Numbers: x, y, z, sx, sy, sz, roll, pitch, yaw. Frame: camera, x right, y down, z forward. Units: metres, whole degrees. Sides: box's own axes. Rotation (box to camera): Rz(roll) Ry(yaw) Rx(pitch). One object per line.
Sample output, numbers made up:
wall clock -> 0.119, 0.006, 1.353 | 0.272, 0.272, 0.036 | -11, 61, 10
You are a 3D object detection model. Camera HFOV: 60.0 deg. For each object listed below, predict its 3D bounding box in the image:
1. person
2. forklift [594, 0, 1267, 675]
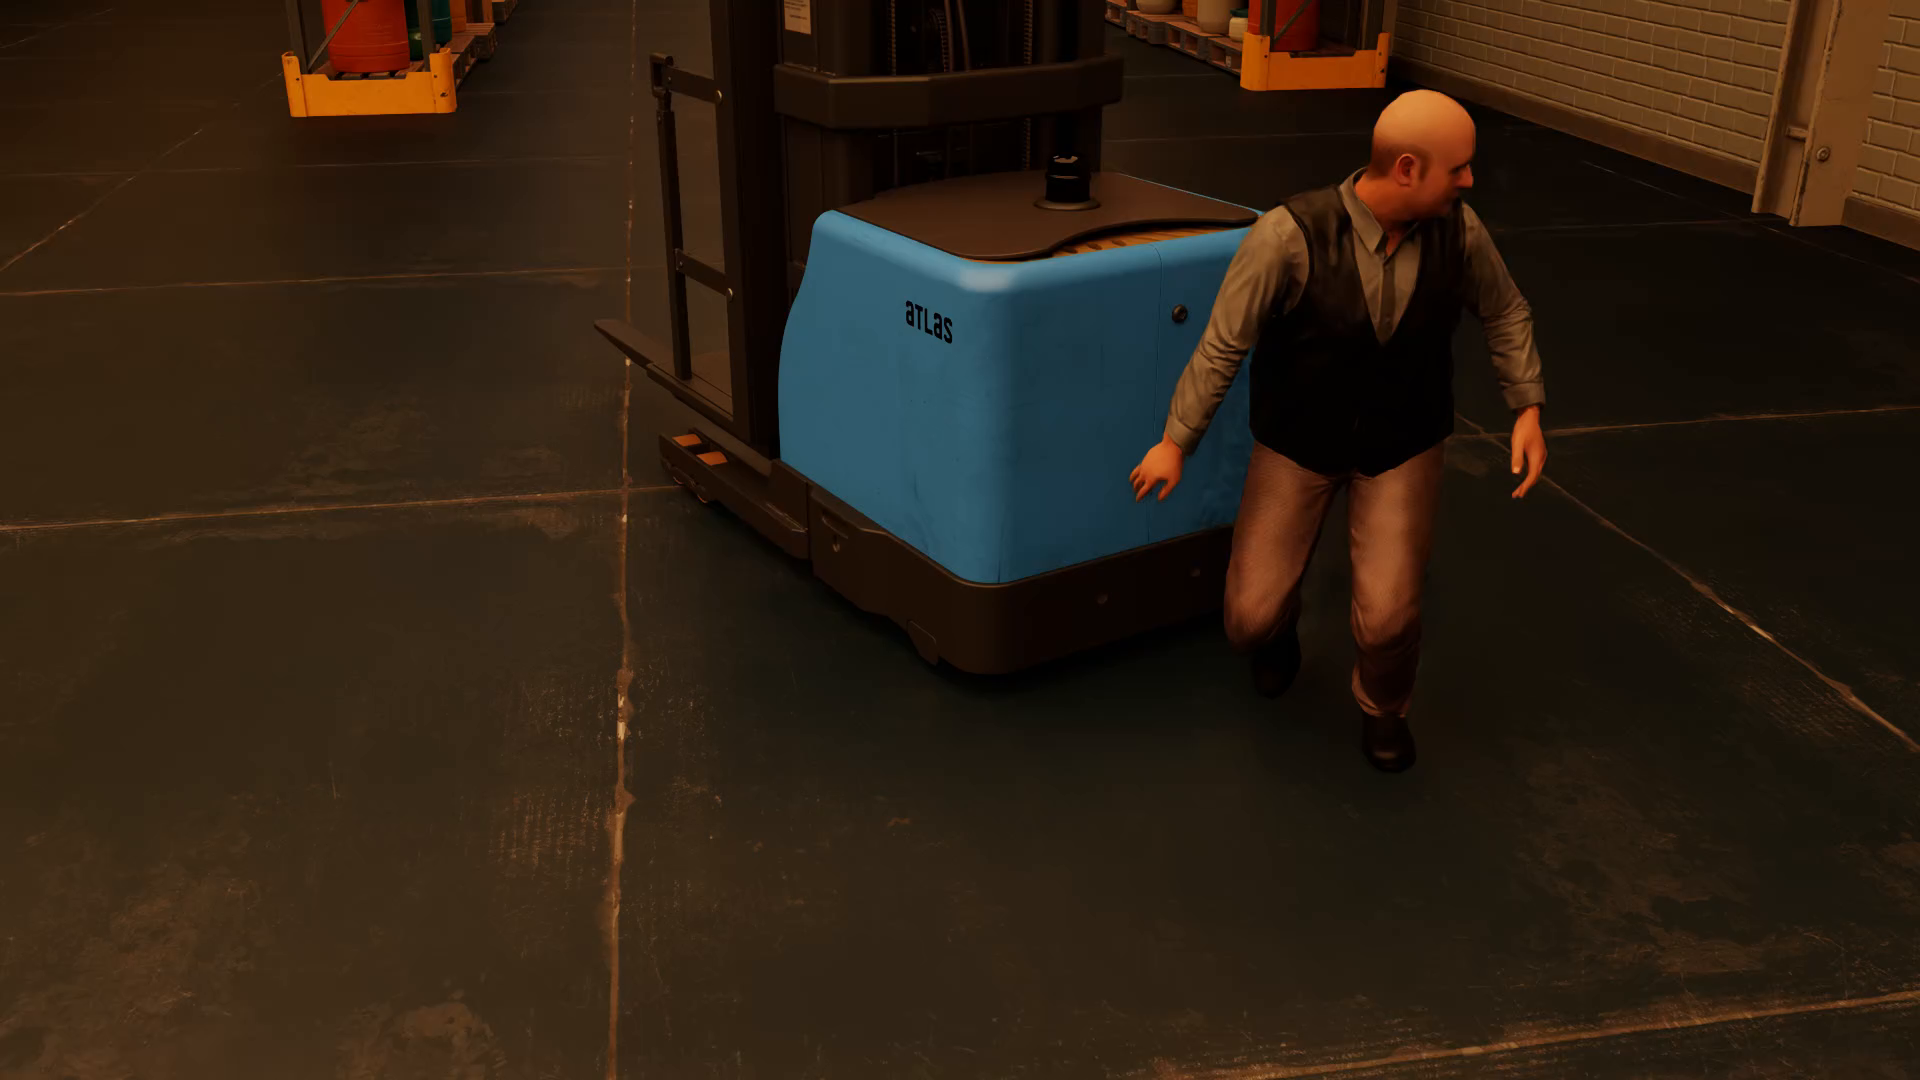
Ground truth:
person -> 0.825, -0.234, 3.687 | 0.883, 1.540, 0.584 | 2, 23, 5
forklift -> -0.325, -1.550, 4.919 | 1.130, 2.935, 3.031 | -14, 27, -29
